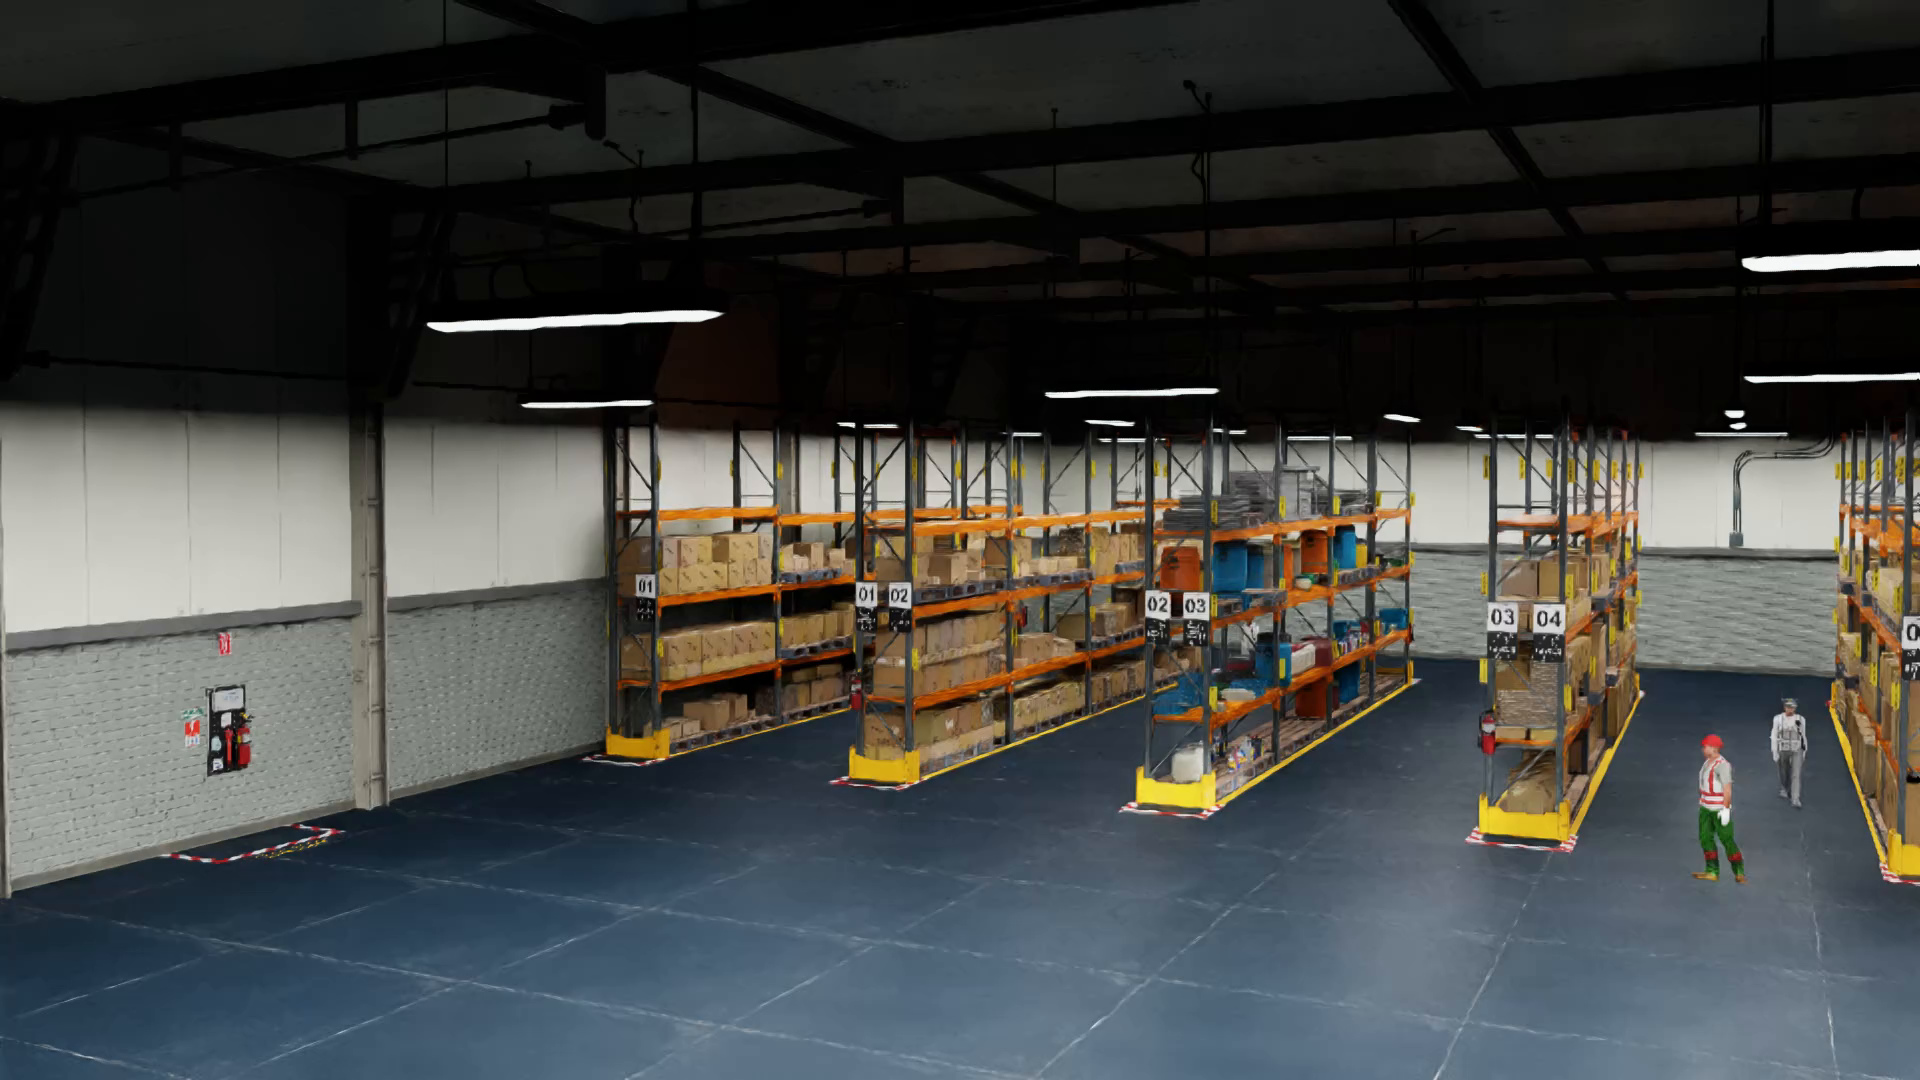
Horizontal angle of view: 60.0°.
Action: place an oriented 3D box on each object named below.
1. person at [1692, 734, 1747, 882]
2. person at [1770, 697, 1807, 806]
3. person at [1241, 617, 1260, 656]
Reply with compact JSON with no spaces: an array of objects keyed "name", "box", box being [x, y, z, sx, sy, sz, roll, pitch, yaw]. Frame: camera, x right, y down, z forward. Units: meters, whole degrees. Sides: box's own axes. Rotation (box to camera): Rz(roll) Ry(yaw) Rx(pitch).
[{"name":"person","box":[9.277,3.265,20.296,0.553,1.781,0.647,0,2,-4]},{"name":"person","box":[12.434,3.136,24.956,0.495,1.589,1.086,1,3,28]},{"name":"person","box":[6.899,2.536,39.447,0.493,1.605,0.981,1,3,24]}]
